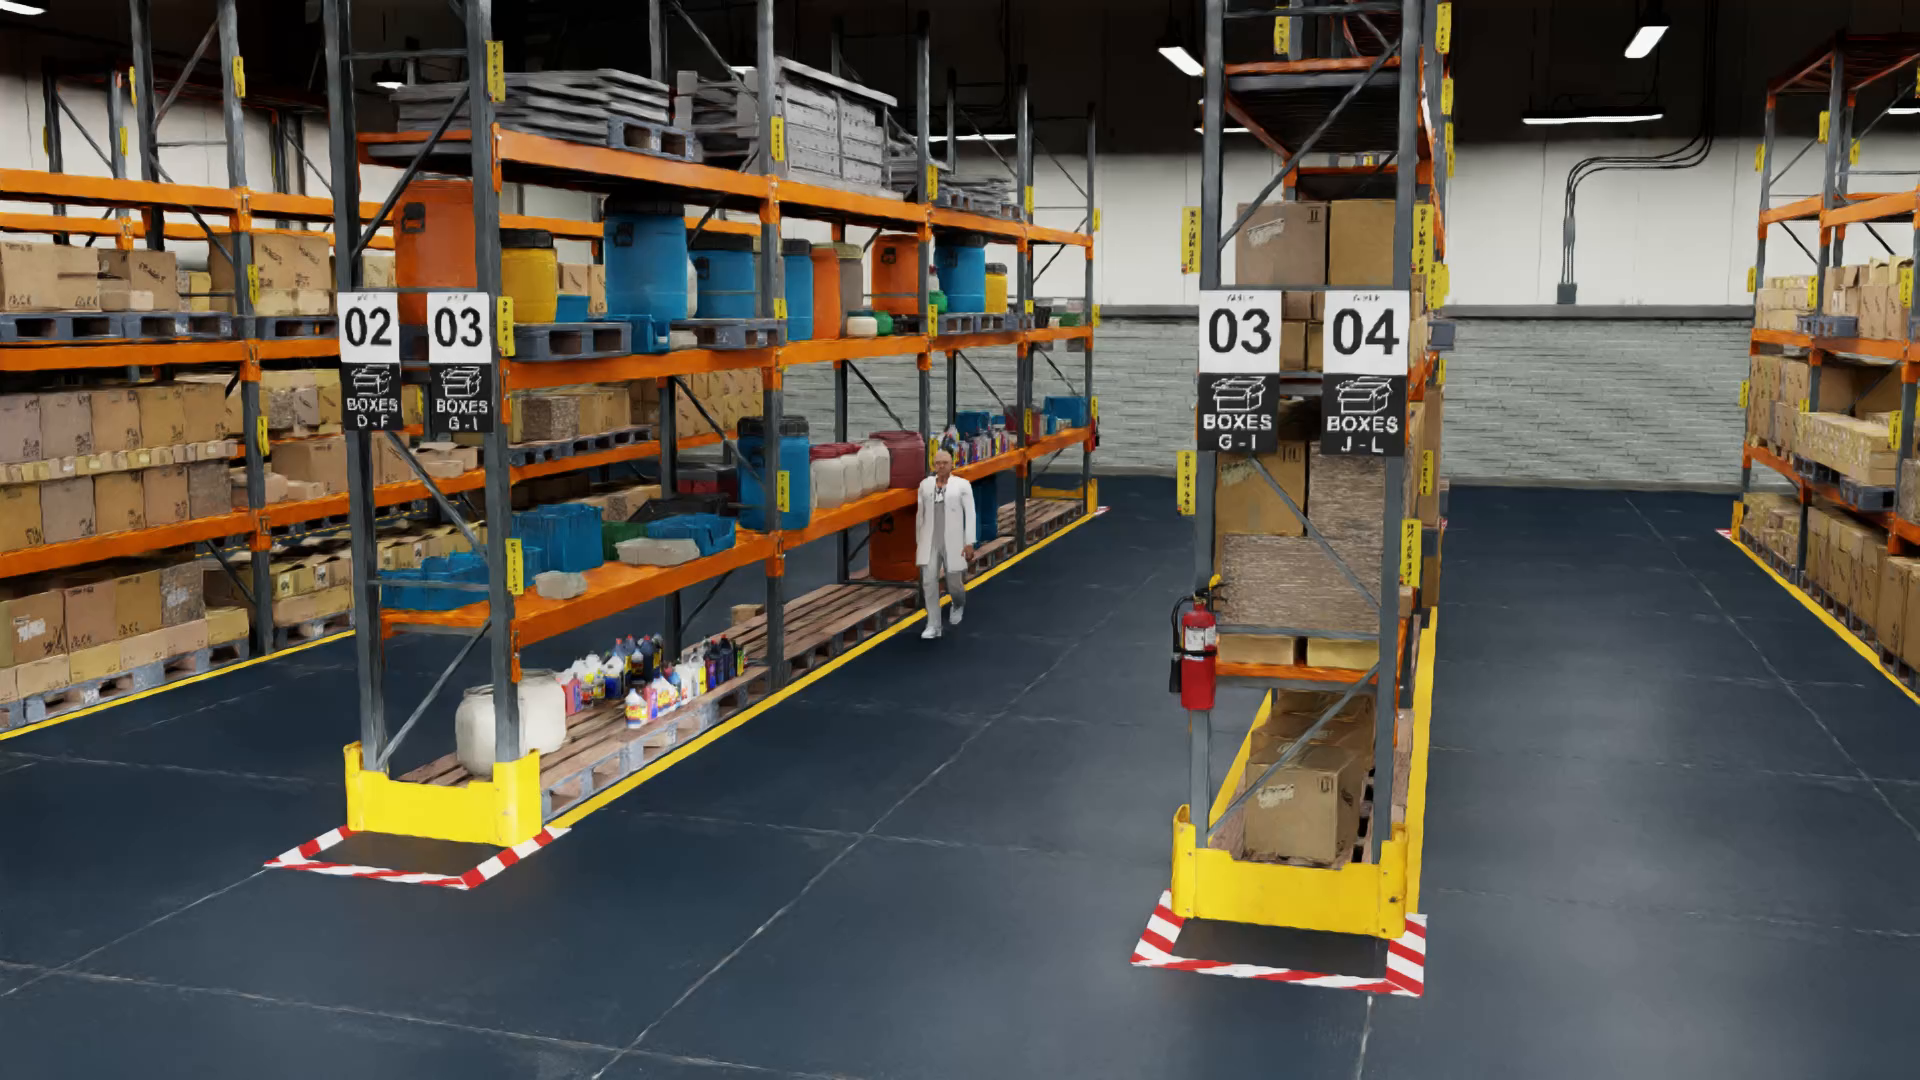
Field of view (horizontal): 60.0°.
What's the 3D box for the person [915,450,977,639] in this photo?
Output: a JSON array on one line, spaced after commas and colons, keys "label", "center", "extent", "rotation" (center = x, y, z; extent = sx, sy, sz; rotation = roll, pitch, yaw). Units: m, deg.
[{"label": "person", "center": [-0.127, 0.024, 15.654], "extent": [0.612, 1.757, 0.911], "rotation": [2, 8, 13]}]
